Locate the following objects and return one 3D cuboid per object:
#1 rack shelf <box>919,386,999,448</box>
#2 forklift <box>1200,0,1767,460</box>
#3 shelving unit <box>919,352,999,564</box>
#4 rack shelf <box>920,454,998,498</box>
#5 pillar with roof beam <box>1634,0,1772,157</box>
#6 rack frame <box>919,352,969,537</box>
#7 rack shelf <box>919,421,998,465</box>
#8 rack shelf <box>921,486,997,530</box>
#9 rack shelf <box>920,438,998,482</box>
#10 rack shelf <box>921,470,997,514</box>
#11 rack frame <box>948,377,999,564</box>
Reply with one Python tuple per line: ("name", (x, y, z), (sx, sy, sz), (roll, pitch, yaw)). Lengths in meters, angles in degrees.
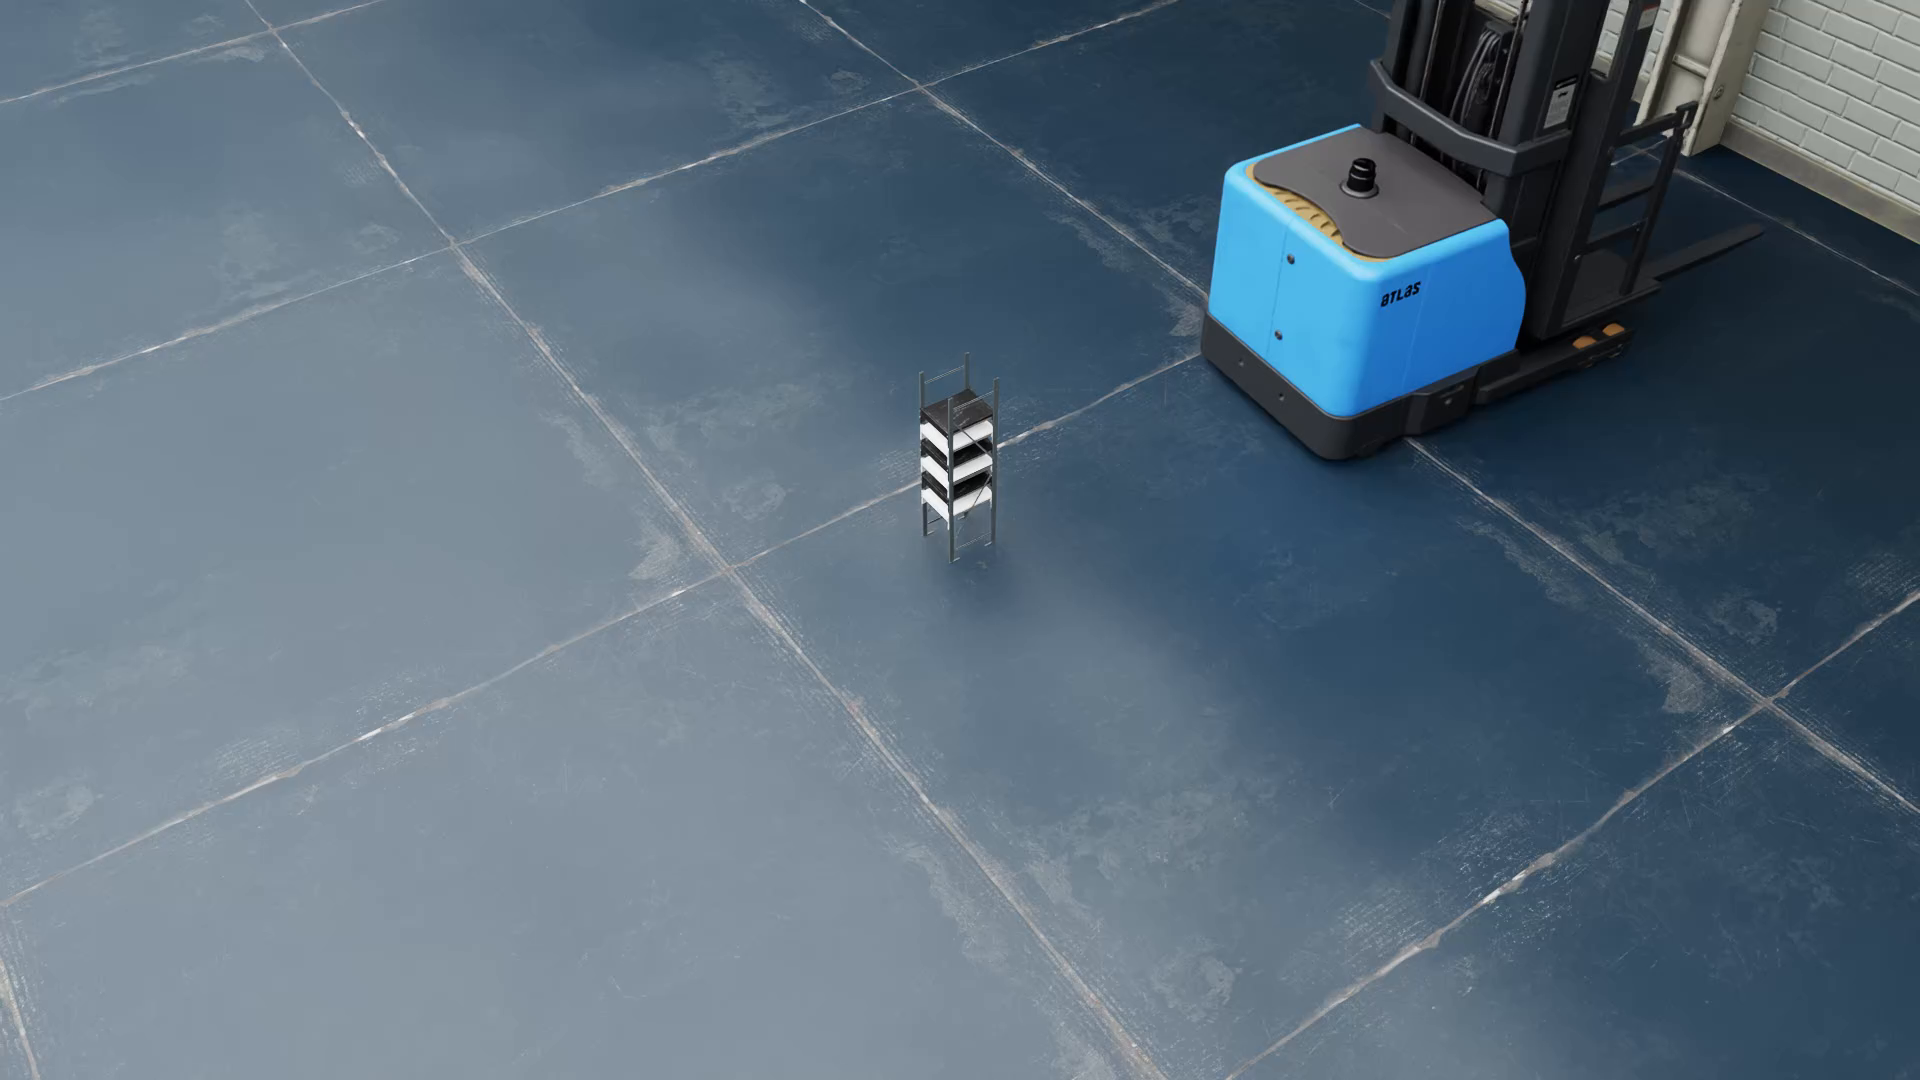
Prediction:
("rack shelf", (-0.005, -0.501, 6.772), (0.258, 0.077, 0.200), (-26, 49, -24))
("forklift", (2.704, -2.183, 7.405), (3.031, 2.935, 1.130), (-22, 48, -21))
("shelving unit", (-0.005, -0.330, 6.935), (0.258, 0.900, 0.210), (-26, 49, -24))
("rack shelf", (-0.005, -0.306, 6.958), (0.258, 0.077, 0.200), (-26, 49, -24))
("pillar with roof beam", (0.664, -3.925, 4.835), (9.100, 9.000, 0.400), (-26, 49, -24))
("rack frame", (-0.063, -0.388, 6.995), (0.240, 0.900, 0.006), (-26, 49, -24))
("rack shelf", (-0.005, -0.436, 6.834), (0.258, 0.077, 0.200), (-26, 49, -24))
("rack shelf", (-0.005, -0.176, 7.082), (0.258, 0.077, 0.200), (-26, 49, -24))
("rack shelf", (-0.005, -0.371, 6.896), (0.258, 0.077, 0.200), (-26, 49, -24))
("rack shelf", (-0.005, -0.241, 7.020), (0.258, 0.077, 0.200), (-26, 49, -24))
("rack frame", (0.054, -0.273, 6.875), (0.240, 0.900, 0.006), (-26, 49, -24))
